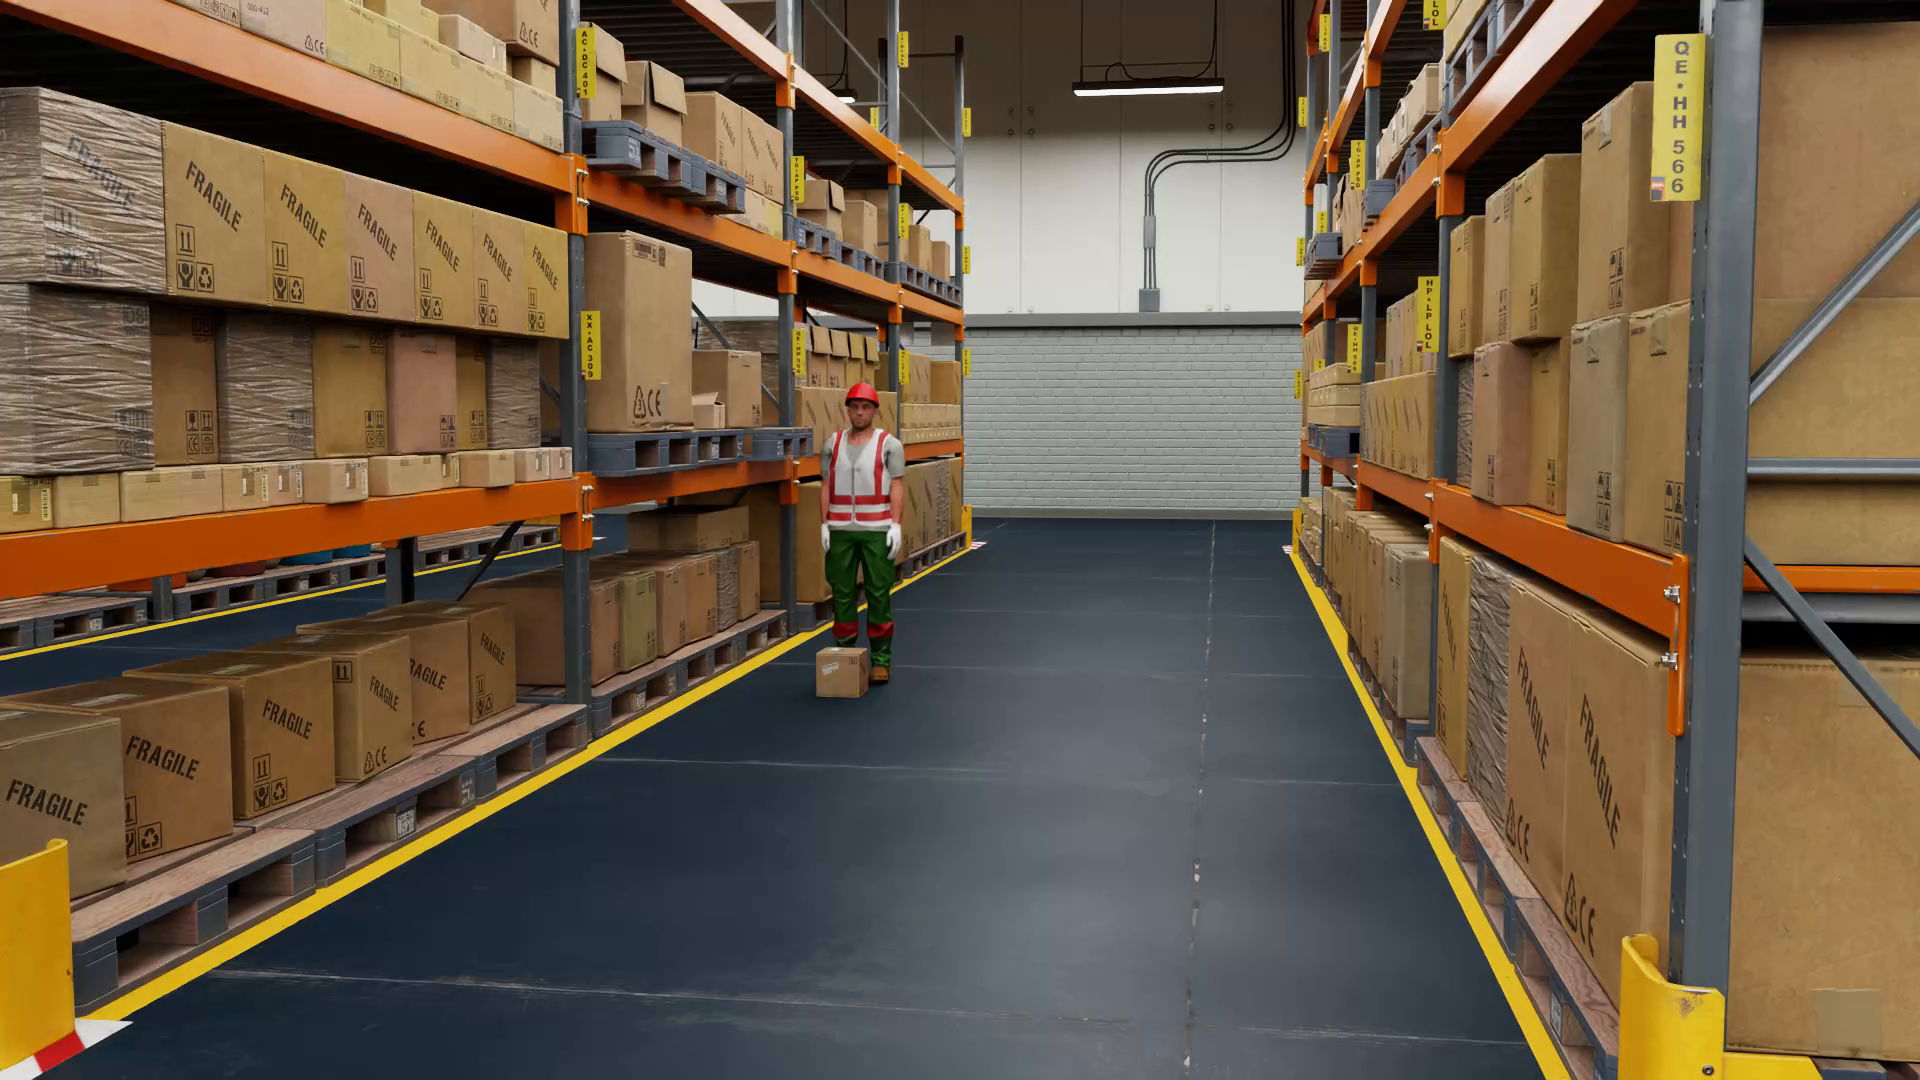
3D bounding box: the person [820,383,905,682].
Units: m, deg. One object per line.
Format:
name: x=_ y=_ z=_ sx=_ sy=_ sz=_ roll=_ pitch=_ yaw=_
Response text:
person: x=-0.594 y=-0.045 z=9.972 sx=0.523 sy=1.792 sz=0.338 roll=1 pitch=4 yaw=10
